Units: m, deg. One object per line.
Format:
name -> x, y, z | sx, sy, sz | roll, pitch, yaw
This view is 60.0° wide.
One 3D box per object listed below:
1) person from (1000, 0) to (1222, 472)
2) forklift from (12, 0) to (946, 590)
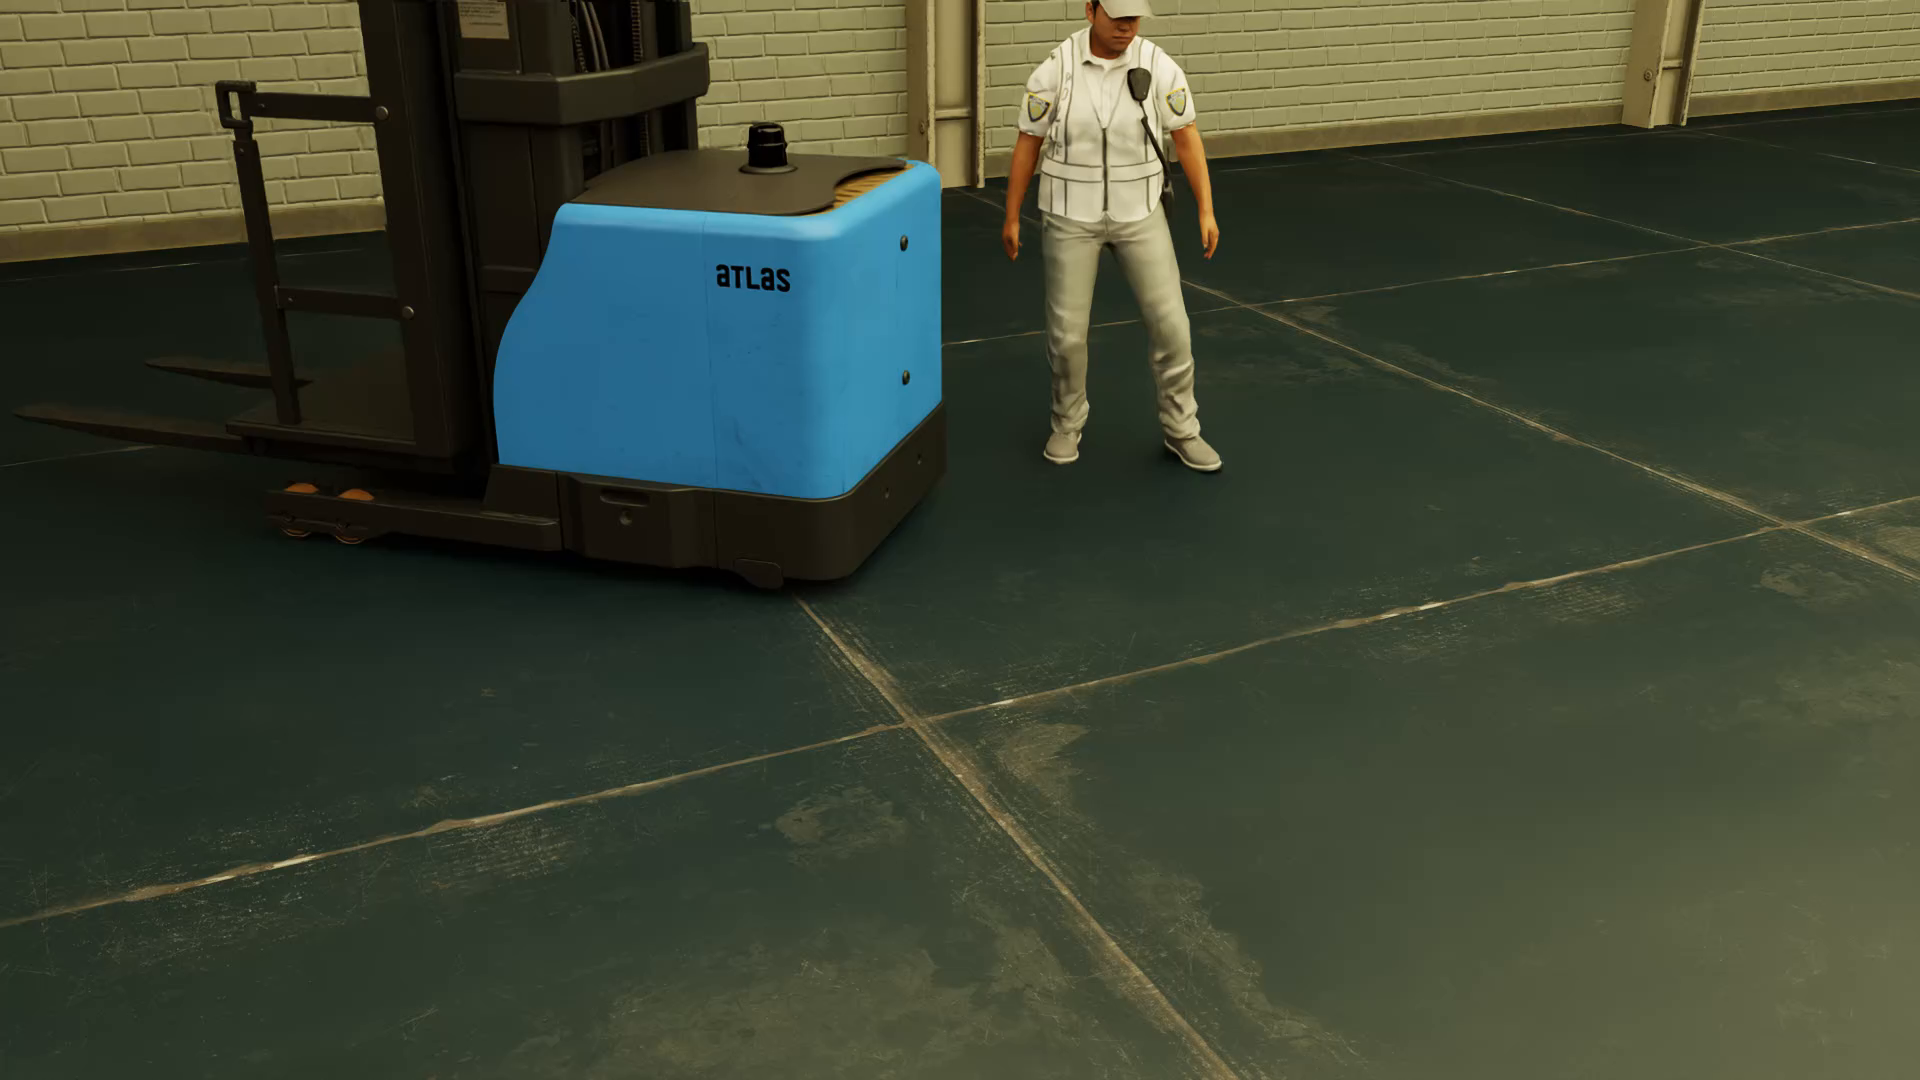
person -> 0.518, -1.048, 5.503 | 0.766, 1.641, 0.455 | 0, 23, 1
forklift -> -1.621, -1.524, 4.956 | 3.031, 2.935, 1.130 | 7, 23, 16
